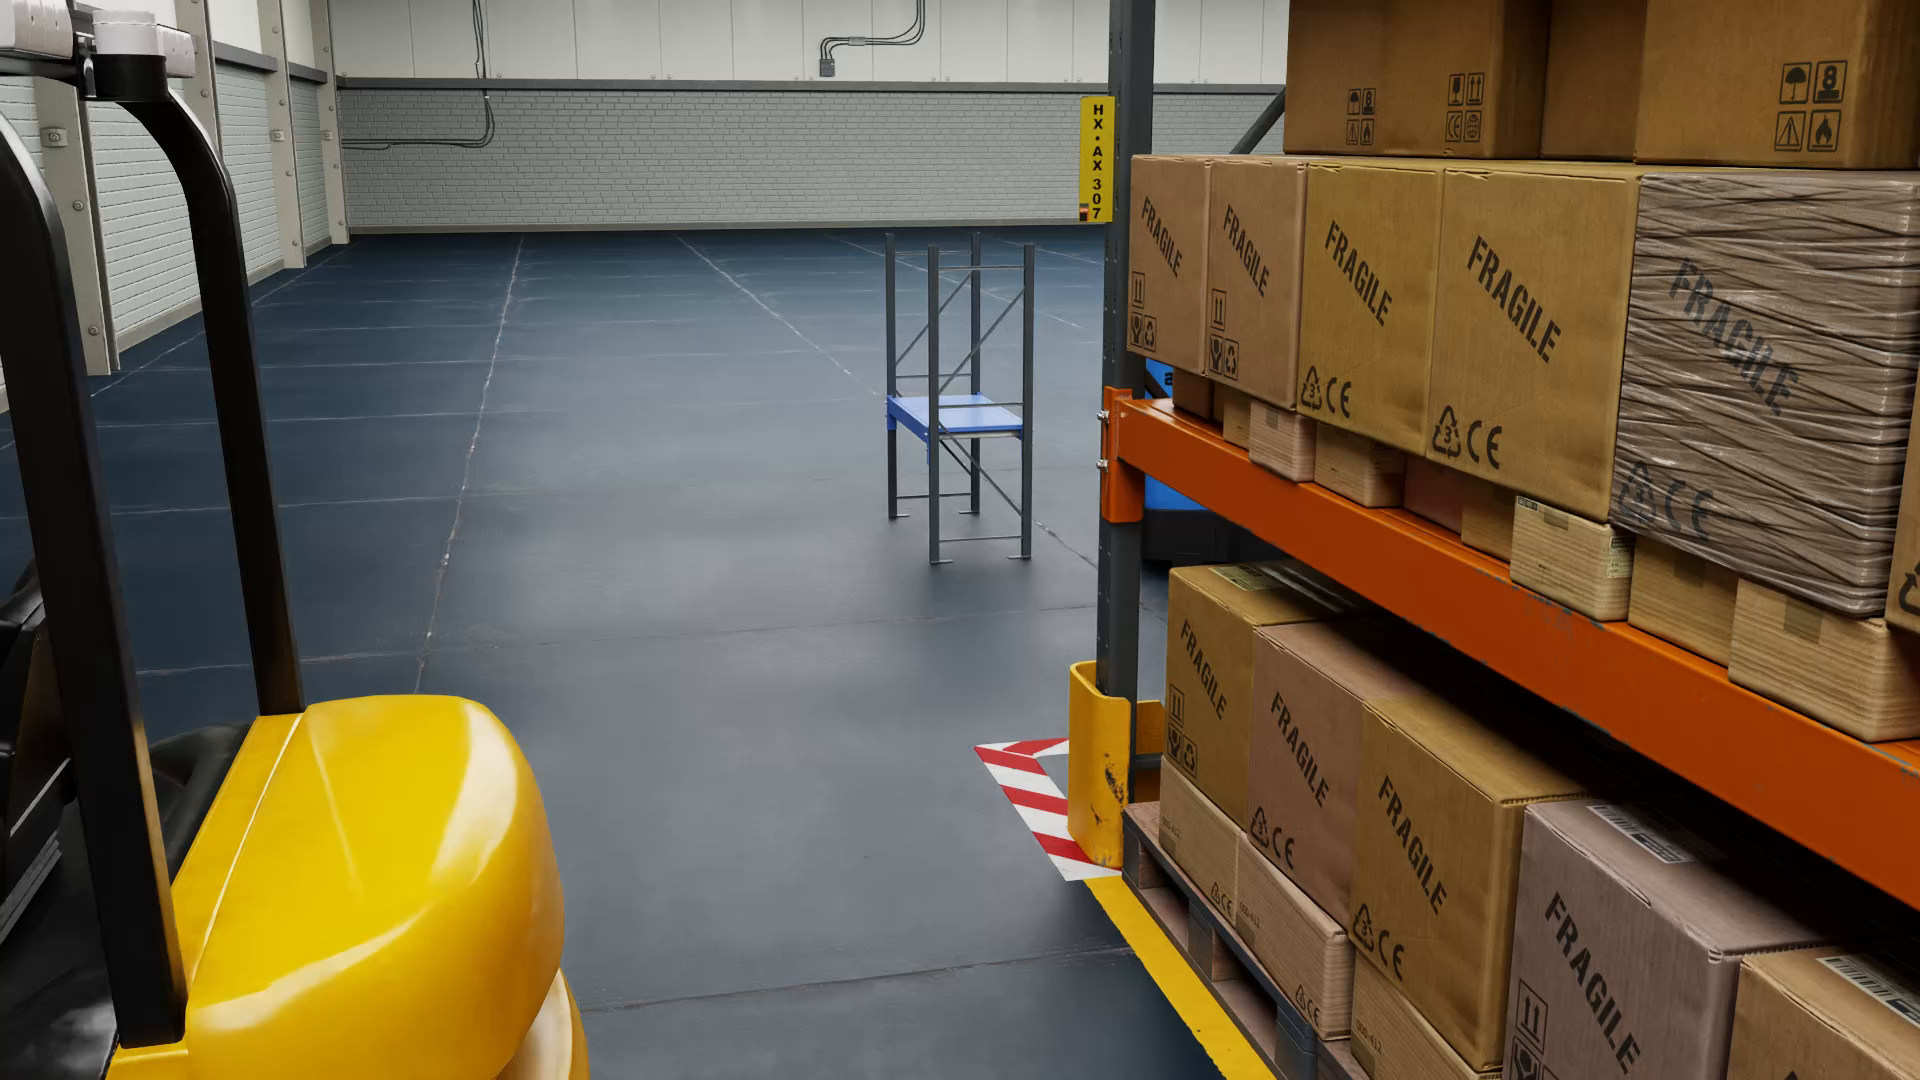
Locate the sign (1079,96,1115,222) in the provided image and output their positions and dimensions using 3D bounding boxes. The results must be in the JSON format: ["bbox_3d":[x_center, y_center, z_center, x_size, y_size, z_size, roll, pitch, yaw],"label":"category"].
[{"bbox_3d":[0.368,-1.013,4.430,0.100,0.325,0.005,-3,14,-13],"label":"sign"}]

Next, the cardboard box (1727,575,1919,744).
[{"bbox_3d":[1.221,0.130,2.102,0.380,0.149,0.250,-3,14,-14],"label":"cardboard box"}]

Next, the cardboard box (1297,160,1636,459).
[{"bbox_3d":[0.982,-0.455,3.130,0.500,0.500,0.500,-4,14,-14],"label":"cardboard box"}]

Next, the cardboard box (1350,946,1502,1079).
[{"bbox_3d":[1.069,0.954,3.113,0.500,0.250,0.500,-2,14,-9],"label":"cardboard box"}]

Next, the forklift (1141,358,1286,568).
[{"bbox_3d":[2.377,-1.336,7.721,3.031,2.935,1.130,2,14,8],"label":"forklift"}]

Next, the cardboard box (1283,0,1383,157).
[{"bbox_3d":[1.227,-1.196,4.059,0.700,0.500,0.500,-4,14,-15],"label":"cardboard box"}]

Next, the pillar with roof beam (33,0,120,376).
[{"bbox_3d":[-3.275,-6.057,14.259,9.100,9.000,0.400,-3,14,-13],"label":"pillar with roof beam"}]

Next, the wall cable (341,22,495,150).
[{"bbox_3d":[-11.094,-9.215,33.726,3.097,2.526,0.112,-3,14,-13],"label":"wall cable"}]

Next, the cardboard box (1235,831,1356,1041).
[{"bbox_3d":[0.928,0.828,3.625,0.500,0.250,0.500,-3,14,-11],"label":"cardboard box"}]

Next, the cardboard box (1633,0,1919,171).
[{"bbox_3d":[1.541,-0.844,2.618,0.700,0.500,0.500,-3,14,-14],"label":"cardboard box"}]

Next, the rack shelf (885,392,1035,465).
[{"bbox_3d":[-0.020,-0.574,8.372,0.538,0.185,1.000,-3,14,-13],"label":"rack shelf"}]

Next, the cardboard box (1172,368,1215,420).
[{"bbox_3d":[0.774,-0.411,4.319,0.380,0.149,0.250,-3,14,-13],"label":"cardboard box"}]

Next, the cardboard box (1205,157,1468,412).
[{"bbox_3d":[0.861,-0.572,3.611,0.500,0.500,0.500,-3,14,-11],"label":"cardboard box"}]

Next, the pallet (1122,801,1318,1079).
[{"bbox_3d":[1.069,0.938,4.141,1.003,0.211,1.213,-3,14,-13],"label":"pallet"}]

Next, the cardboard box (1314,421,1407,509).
[{"bbox_3d":[0.939,-0.169,3.328,0.380,0.149,0.250,-3,14,-12],"label":"cardboard box"}]

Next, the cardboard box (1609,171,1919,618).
[{"bbox_3d":[1.235,-0.220,2.169,0.500,0.500,0.500,-3,14,-12],"label":"cardboard box"}]

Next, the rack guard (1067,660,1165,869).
[{"bbox_3d":[0.913,0.609,4.882,1.175,0.500,0.348,-3,14,-13],"label":"rack guard"}]

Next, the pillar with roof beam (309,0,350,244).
[{"bbox_3d":[-7.503,-10.210,31.256,9.100,9.000,0.400,-3,14,-13],"label":"pillar with roof beam"}]

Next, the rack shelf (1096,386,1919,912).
[{"bbox_3d":[1.365,0.188,2.854,1.077,0.370,4.000,-3,14,-13],"label":"rack shelf"}]

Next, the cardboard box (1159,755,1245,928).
[{"bbox_3d":[0.816,0.710,4.109,0.500,0.250,0.500,-3,14,-14],"label":"cardboard box"}]

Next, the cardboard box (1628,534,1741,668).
[{"bbox_3d":[1.190,0.070,2.351,0.380,0.149,0.250,-4,14,-14],"label":"cardboard box"}]

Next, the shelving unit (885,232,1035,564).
[{"bbox_3d":[-0.020,-0.748,8.330,0.538,1.500,1.048,-3,14,-13],"label":"shelving unit"}]

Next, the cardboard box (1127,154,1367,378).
[{"bbox_3d":[0.737,-0.691,4.099,0.500,0.500,0.500,-4,14,-14],"label":"cardboard box"}]

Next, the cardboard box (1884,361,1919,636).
[{"bbox_3d":[1.361,-0.100,1.680,0.500,0.500,0.500,-3,14,-11],"label":"cardboard box"}]

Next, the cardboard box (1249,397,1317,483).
[{"bbox_3d":[0.845,-0.227,3.565,0.380,0.149,0.250,-3,14,-12],"label":"cardboard box"}]

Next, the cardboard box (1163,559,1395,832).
[{"bbox_3d":[0.822,0.351,3.997,0.500,0.500,0.500,-4,14,-15],"label":"cardboard box"}]

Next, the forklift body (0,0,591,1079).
[{"bbox_3d":[-1.710,0.403,2.247,2.313,2.155,1.214,-3,14,-13],"label":"forklift body"}]

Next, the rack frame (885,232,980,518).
[{"bbox_3d":[-0.139,-0.866,8.810,0.500,1.500,0.032,-3,14,-13],"label":"rack frame"}]

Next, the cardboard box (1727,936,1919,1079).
[{"bbox_3d":[1.314,0.828,2.045,0.500,0.500,0.500,-3,14,-12],"label":"cardboard box"}]

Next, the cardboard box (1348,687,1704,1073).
[{"bbox_3d":[1.059,0.588,3.029,0.500,0.500,0.500,-3,14,-12],"label":"cardboard box"}]

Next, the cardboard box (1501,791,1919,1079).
[{"bbox_3d":[1.193,0.711,2.526,0.500,0.500,0.500,-3,14,-10],"label":"cardboard box"}]

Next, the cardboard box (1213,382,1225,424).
[{"bbox_3d":[0.847,-0.354,4.084,0.380,0.149,0.250,-3,14,-12],"label":"cardboard box"}]

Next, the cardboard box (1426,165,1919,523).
[{"bbox_3d":[1.110,-0.338,2.652,0.500,0.500,0.500,-4,14,-14],"label":"cardboard box"}]

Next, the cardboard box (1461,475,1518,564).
[{"bbox_3d":[1.092,-0.049,2.836,0.380,0.149,0.250,-4,14,-15],"label":"cardboard box"}]

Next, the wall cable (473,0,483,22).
[{"bbox_3d":[-8.464,-11.819,33.744,3.097,2.526,0.112,-3,14,-13],"label":"wall cable"}]

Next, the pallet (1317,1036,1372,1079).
[{"bbox_3d":[1.352,1.219,2.991,1.003,0.211,1.213,-3,14,-13],"label":"pallet"}]

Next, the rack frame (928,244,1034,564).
[{"bbox_3d":[0.099,-0.631,7.850,0.500,1.500,0.032,-3,14,-13],"label":"rack frame"}]

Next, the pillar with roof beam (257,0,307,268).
[{"bbox_3d":[-6.093,-8.826,25.590,9.100,9.000,0.400,-3,14,-13],"label":"pillar with roof beam"}]

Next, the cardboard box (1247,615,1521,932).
[{"bbox_3d":[0.949,0.472,3.505,0.500,0.500,0.500,-4,14,-15],"label":"cardboard box"}]

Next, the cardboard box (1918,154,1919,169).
[{"bbox_3d":[1.752,-0.729,2.147,0.700,0.500,0.500,-4,14,-14],"label":"cardboard box"}]

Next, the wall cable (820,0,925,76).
[{"bbox_3d":[-1.862,-12.901,35.105,2.305,6.003,0.169,-3,14,-13],"label":"wall cable"}]

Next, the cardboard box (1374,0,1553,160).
[{"bbox_3d":[1.339,-1.079,3.579,0.700,0.500,0.500,-3,14,-13],"label":"cardboard box"}]

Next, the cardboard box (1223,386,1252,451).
[{"bbox_3d":[0.830,-0.288,3.815,0.380,0.149,0.250,-4,14,-15],"label":"cardboard box"}]

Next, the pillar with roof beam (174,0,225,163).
[{"bbox_3d":[-4.684,-7.441,19.925,9.100,9.000,0.400,-3,14,-13],"label":"pillar with roof beam"}]

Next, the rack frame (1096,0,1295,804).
[{"bbox_3d":[0.895,-0.623,4.657,1.000,3.000,0.127,-3,14,-13],"label":"rack frame"}]

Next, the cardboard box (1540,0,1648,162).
[{"bbox_3d":[1.559,-0.967,3.121,0.700,0.500,0.500,-3,14,-14],"label":"cardboard box"}]

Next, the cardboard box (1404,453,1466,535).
[{"bbox_3d":[1.059,-0.111,3.092,0.380,0.149,0.250,-3,14,-11],"label":"cardboard box"}]

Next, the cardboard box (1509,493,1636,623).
[{"bbox_3d":[1.094,0.012,2.585,0.380,0.149,0.250,-3,14,-13],"label":"cardboard box"}]
